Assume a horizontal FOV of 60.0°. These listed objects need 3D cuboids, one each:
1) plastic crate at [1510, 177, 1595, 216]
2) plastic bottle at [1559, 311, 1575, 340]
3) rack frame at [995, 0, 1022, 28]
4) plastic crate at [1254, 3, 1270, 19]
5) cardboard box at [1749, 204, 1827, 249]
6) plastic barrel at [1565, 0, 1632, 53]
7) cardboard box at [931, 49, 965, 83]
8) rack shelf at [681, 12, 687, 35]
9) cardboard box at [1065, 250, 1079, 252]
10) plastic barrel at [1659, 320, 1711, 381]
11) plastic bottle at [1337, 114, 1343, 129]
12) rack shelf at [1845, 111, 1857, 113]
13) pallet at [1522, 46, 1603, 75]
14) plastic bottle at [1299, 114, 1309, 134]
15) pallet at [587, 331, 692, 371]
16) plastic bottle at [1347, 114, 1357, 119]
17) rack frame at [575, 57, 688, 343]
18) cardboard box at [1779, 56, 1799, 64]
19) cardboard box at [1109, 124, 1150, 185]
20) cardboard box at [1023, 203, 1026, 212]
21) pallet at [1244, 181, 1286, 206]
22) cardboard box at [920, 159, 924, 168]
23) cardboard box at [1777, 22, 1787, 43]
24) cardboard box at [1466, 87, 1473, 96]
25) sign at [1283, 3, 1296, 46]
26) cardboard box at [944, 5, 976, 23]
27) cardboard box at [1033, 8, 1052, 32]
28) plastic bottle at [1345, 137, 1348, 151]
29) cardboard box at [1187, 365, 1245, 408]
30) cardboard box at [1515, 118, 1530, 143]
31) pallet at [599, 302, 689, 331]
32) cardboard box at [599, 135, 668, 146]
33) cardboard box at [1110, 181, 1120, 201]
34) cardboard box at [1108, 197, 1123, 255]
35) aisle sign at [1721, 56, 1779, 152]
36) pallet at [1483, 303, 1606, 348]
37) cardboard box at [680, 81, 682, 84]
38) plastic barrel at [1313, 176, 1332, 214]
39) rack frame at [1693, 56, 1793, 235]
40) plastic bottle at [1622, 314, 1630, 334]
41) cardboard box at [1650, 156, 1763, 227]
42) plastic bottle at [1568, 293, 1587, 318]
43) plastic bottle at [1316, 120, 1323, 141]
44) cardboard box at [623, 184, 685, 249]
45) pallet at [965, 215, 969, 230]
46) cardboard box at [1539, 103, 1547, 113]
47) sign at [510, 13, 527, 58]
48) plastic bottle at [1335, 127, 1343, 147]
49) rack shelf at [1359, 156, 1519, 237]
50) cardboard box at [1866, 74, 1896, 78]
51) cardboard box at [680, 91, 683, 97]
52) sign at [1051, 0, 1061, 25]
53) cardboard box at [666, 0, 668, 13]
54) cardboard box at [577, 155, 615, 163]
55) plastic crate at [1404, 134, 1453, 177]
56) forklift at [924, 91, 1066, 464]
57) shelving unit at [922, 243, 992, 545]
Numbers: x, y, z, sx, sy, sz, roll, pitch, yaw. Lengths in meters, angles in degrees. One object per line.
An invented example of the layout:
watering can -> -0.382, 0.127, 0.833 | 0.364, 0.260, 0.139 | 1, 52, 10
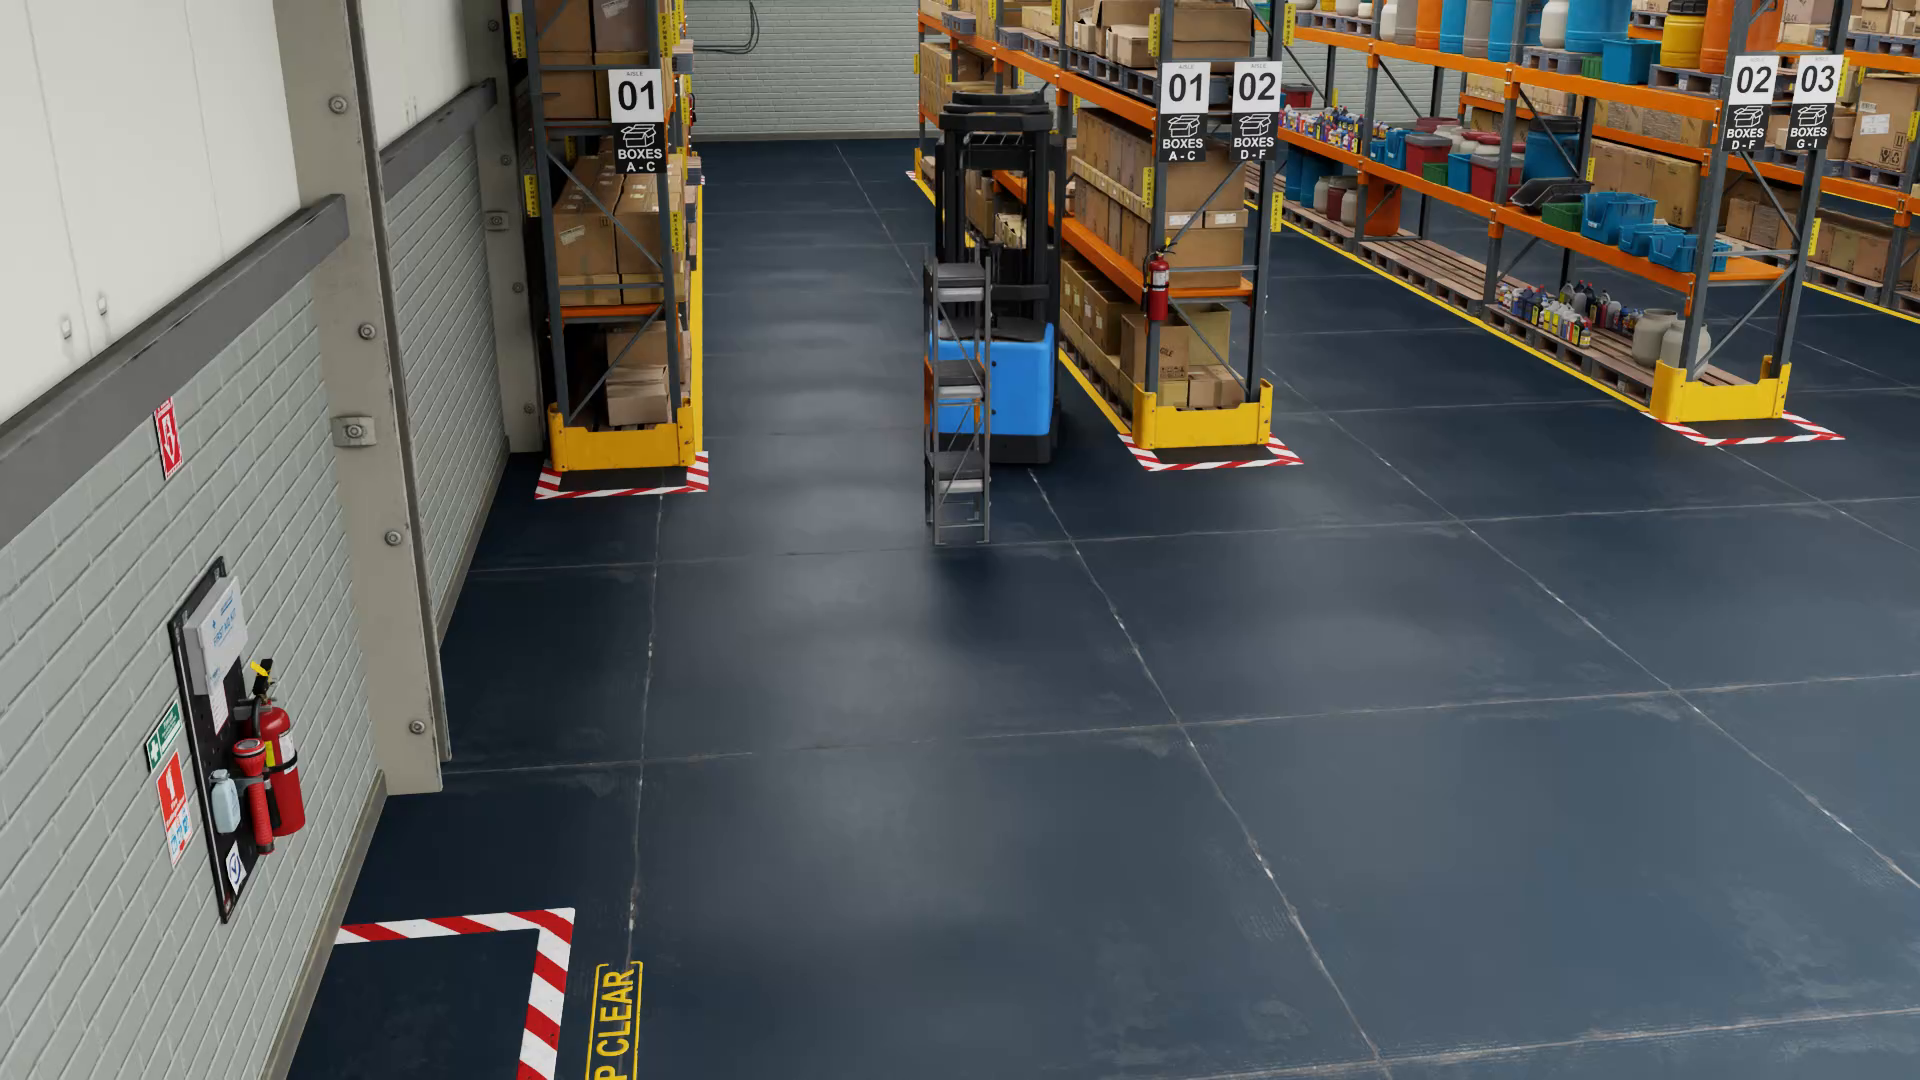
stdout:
plastic crate -> 6.374, -3.698, 17.918 | 0.767, 0.338, 0.504 | -3, 21, -8
plastic bottle -> 6.273, -2.210, 17.110 | 0.152, 0.276, 0.135 | -3, 21, -9
rack frame -> 0.946, -7.861, 20.402 | 1.000, 3.000, 0.127 | -3, 21, -8
plastic crate -> 4.824, -8.310, 26.131 | 0.416, 0.233, 0.300 | -3, 21, -8
cardboard box -> 10.958, -4.162, 22.016 | 0.700, 0.500, 0.500 | -5, 21, -12
plastic barrel -> 6.462, -5.401, 16.786 | 0.600, 0.901, 0.708 | -3, 21, -8
cardboard box -> -0.180, -7.639, 26.810 | 0.500, 0.500, 0.500 | -3, 21, -8
rack shelf -> -4.821, -7.945, 25.942 | 1.077, 0.370, 4.000 | -3, 21, -8
cardboard box -> 1.099, -3.143, 18.871 | 0.500, 0.311, 0.500 | -2, 21, -6
plastic barrel -> 6.831, -1.785, 15.663 | 0.421, 0.512, 0.421 | 0, 20, 0
plastic bottle -> 5.653, -6.190, 24.686 | 0.097, 0.271, 0.097 | 0, 20, 0
rack shelf -> 14.807, -7.505, 29.050 | 1.077, 0.370, 4.000 | -3, 21, -8
pallet -> 6.625, -4.986, 17.262 | 1.213, 0.211, 1.003 | -3, 21, -8
plastic bottle -> 5.094, -6.126, 24.508 | 0.152, 0.276, 0.135 | -3, 21, -8
pallet -> -3.247, -1.878, 16.941 | 1.003, 0.211, 1.213 | -3, 21, -8
plastic bottle -> 5.793, -6.158, 24.594 | 0.152, 0.276, 0.135 | -3, 21, -8
rack frame -> -3.379, -3.415, 17.071 | 1.000, 3.000, 0.127 | -3, 21, -8
cardboard box -> 14.530, -8.488, 28.658 | 0.500, 0.500, 0.500 | -4, 21, -9
cardboard box -> 1.810, -3.646, 15.693 | 0.700, 0.500, 0.500 | -3, 21, -8
cardboard box -> 1.082, -4.439, 22.757 | 0.500, 0.500, 0.500 | -4, 21, -10
pallet -> 5.127, -5.630, 26.990 | 1.003, 0.211, 1.213 | -3, 21, -8
cardboard box -> -0.487, -6.529, 28.855 | 0.380, 0.149, 0.250 | -3, 21, -8
cardboard box -> 10.639, -6.531, 21.342 | 0.500, 0.250, 0.500 | -2, 21, -6
cardboard box -> 9.321, -8.062, 29.872 | 0.380, 0.149, 0.250 | -3, 21, -7
sign -> 2.649, -4.158, 13.414 | 0.100, 0.325, 0.005 | -3, 21, -8
cardboard box -> 0.036, -7.925, 25.076 | 0.500, 0.250, 0.500 | -3, 21, -8
cardboard box -> 1.160, -6.247, 19.983 | 0.500, 0.250, 0.500 | -2, 21, -6
plastic bottle -> 5.336, -5.445, 22.793 | 0.097, 0.201, 0.097 | 0, 20, 0
cardboard box -> 2.242, -1.386, 14.971 | 0.500, 0.250, 0.500 | -3, 21, -8
cardboard box -> 10.027, -6.679, 28.249 | 0.875, 0.875, 0.875 | -3, 21, -8
pallet -> -3.493, -2.378, 18.281 | 1.003, 0.211, 1.213 | -3, 21, -8
cardboard box -> -3.618, -4.266, 18.578 | 0.700, 0.500, 0.500 | 0, 20, 0
cardboard box -> 1.630, -3.291, 15.671 | 0.380, 0.149, 0.250 | -3, 21, -8
cardboard box -> 1.818, -3.026, 15.887 | 0.700, 0.500, 0.500 | -2, 21, -6
aisle sign -> 6.718, -3.707, 14.139 | 0.394, 0.787, 0.004 | -3, 21, -8
pallet -> 6.480, -2.373, 18.269 | 1.003, 0.211, 1.213 | -3, 21, -8
cardboard box -> -4.000, -6.052, 22.464 | 0.500, 0.250, 0.500 | -3, 21, -9
plastic barrel -> 5.428, -5.081, 24.489 | 0.421, 0.512, 0.421 | 0, 20, 0
rack frame -> 10.749, -5.549, 22.786 | 1.000, 3.000, 0.127 | -3, 21, -8
plastic bottle -> 6.970, -2.256, 17.339 | 0.097, 0.201, 0.097 | 0, 20, 0
cardboard box -> 10.670, -4.990, 23.727 | 1.225, 0.875, 0.875 | -4, 21, -10
plastic bottle -> 6.687, -2.553, 18.029 | 0.152, 0.276, 0.135 | -3, 21, -8
plastic bottle -> 5.157, -5.869, 23.810 | 0.061, 0.283, 0.133 | -3, 21, -8
cardboard box -> -2.704, -2.851, 14.677 | 0.500, 0.500, 0.500 | -4, 21, -10
pallet -> 0.524, -4.849, 24.899 | 1.003, 0.211, 1.213 | -3, 21, -8
cardboard box -> 9.730, -7.083, 27.253 | 0.380, 0.149, 0.250 | -3, 21, -9
sign -> -3.355, -3.829, 12.627 | 0.100, 0.325, 0.005 | -3, 21, -8
plastic bottle -> 5.279, -5.613, 23.141 | 0.097, 0.271, 0.097 | 0, 20, 0
rack shelf -> 6.136, -4.270, 20.389 | 1.077, 0.370, 4.000 | -3, 21, -8
cardboard box -> 14.697, -7.347, 26.509 | 0.380, 0.149, 0.250 | -2, 21, -5
cardboard box -> -3.770, -5.527, 21.058 | 0.500, 0.250, 0.500 | -2, 21, -6
sign -> 0.987, -5.430, 16.991 | 0.100, 0.325, 0.005 | -3, 21, -8
cardboard box -> -2.725, -4.458, 13.978 | 0.500, 0.500, 0.500 | -2, 21, -6
cardboard box -> -3.518, -3.532, 16.499 | 0.500, 0.500, 0.500 | -3, 21, -9
plastic crate -> 5.778, -4.754, 20.567 | 0.402, 0.464, 0.583 | -3, 21, -8
forklift -> 0.354, -2.473, 14.649 | 1.130, 2.935, 3.031 | 2, 21, 5
shelving unit -> -0.024, -1.041, 12.002 | 0.431, 2.100, 0.503 | -3, 21, -8
